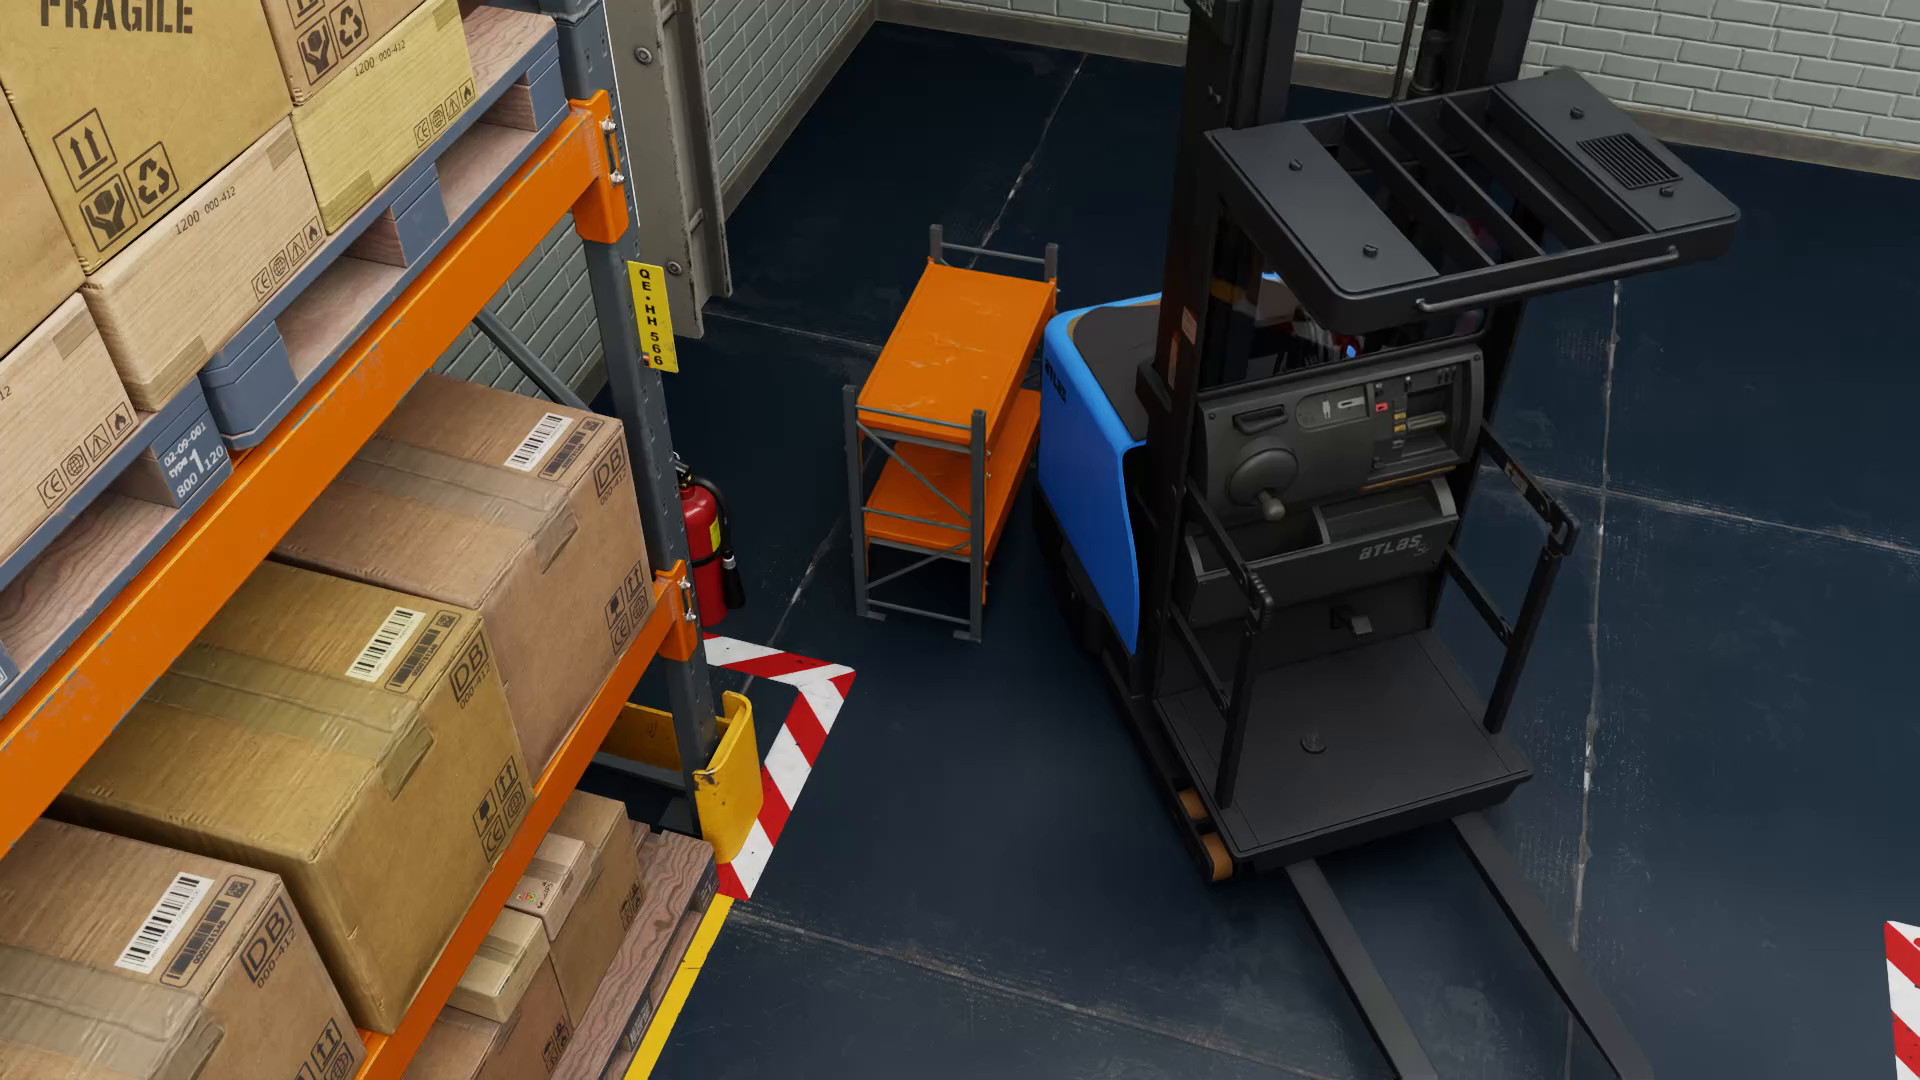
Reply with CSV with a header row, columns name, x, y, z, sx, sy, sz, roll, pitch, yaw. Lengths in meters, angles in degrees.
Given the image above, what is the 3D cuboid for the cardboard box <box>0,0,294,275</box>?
name,x,y,z,sx,sy,sz,roll,pitch,yaw
cardboard box,-1.410,-0.779,2.456,0.500,0.500,0.500,14,46,14

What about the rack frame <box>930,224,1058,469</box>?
name,x,y,z,sx,sy,sz,roll,pitch,yaw
rack frame,0.128,-0.754,6.716,0.500,1.125,0.032,12,46,12

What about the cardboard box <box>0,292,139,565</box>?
name,x,y,z,sx,sy,sz,roll,pitch,yaw
cardboard box,-1.565,-0.148,2.348,0.500,0.250,0.500,11,45,11

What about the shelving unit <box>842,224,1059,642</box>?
name,x,y,z,sx,sy,sz,roll,pitch,yaw
shelving unit,-0.015,-0.413,6.367,0.538,1.125,1.048,12,46,12

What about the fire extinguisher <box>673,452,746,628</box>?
name,x,y,z,sx,sy,sz,roll,pitch,yaw
fire extinguisher,-0.801,-0.025,4.953,0.296,0.674,0.183,13,46,13

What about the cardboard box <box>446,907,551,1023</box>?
name,x,y,z,sx,sy,sz,roll,pitch,yaw
cardboard box,-1.345,1.111,4.494,0.380,0.149,0.250,14,46,14

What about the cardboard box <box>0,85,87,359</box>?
name,x,y,z,sx,sy,sz,roll,pitch,yaw
cardboard box,-1.560,-0.429,2.099,0.500,0.500,0.500,11,45,11

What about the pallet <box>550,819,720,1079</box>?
name,x,y,z,sx,sy,sz,roll,pitch,yaw
pallet,-1.454,1.363,5.206,1.003,0.211,1.213,13,46,13

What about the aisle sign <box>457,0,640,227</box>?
name,x,y,z,sx,sy,sz,roll,pitch,yaw
aisle sign,-0.979,-1.097,3.868,0.394,0.787,0.004,13,46,13

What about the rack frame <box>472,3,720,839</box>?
name,x,y,z,sx,sy,sz,roll,pitch,yaw
rack frame,-1.286,-0.183,4.793,1.000,3.000,0.127,13,46,13

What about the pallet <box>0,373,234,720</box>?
name,x,y,z,sx,sy,sz,roll,pitch,yaw
pallet,-1.869,0.089,2.433,1.003,0.211,1.213,13,46,13

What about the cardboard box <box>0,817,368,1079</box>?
name,x,y,z,sx,sy,sz,roll,pitch,yaw
cardboard box,-1.880,1.045,3.323,0.980,0.700,0.700,10,45,11

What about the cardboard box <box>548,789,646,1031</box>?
name,x,y,z,sx,sy,sz,roll,pitch,yaw
cardboard box,-1.403,1.048,5.022,0.700,0.500,0.500,13,46,13

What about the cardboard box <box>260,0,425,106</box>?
name,x,y,z,sx,sy,sz,roll,pitch,yaw
cardboard box,-1.248,-1.110,2.794,0.500,0.500,0.500,12,46,12

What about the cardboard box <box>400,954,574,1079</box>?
name,x,y,z,sx,sy,sz,roll,pitch,yaw
cardboard box,-1.554,1.381,4.681,0.700,0.500,0.500,12,46,12

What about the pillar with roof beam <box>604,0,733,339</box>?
name,x,y,z,sx,sy,sz,roll,pitch,yaw
pillar with roof beam,2.810,-3.399,3.789,9.100,9.000,0.400,13,46,13

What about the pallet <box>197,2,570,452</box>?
name,x,y,z,sx,sy,sz,roll,pitch,yaw
pallet,-1.501,-0.727,3.267,1.003,0.211,1.213,13,46,13

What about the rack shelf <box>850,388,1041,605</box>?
name,x,y,z,sx,sy,sz,roll,pitch,yaw
rack shelf,-0.015,-0.238,6.538,0.538,0.278,1.000,12,46,12

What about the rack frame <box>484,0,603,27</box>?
name,x,y,z,sx,sy,sz,roll,pitch,yaw
rack frame,-1.286,-2.328,2.695,1.000,3.000,0.127,13,46,13

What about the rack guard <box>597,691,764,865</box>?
name,x,y,z,sx,sy,sz,roll,pitch,yaw
rack guard,-1.279,0.694,5.683,1.175,0.500,0.348,13,46,13

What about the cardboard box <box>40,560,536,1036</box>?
name,x,y,z,sx,sy,sz,roll,pitch,yaw
cardboard box,-1.641,0.539,3.840,0.980,0.700,0.700,12,46,12

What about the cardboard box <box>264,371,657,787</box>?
name,x,y,z,sx,sy,sz,roll,pitch,yaw
cardboard box,-1.431,0.051,4.338,0.980,0.700,0.700,14,46,14

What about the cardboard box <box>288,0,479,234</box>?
name,x,y,z,sx,sy,sz,roll,pitch,yaw
cardboard box,-1.255,-0.843,3.058,0.500,0.250,0.500,14,46,14

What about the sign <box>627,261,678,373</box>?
name,x,y,z,sx,sy,sz,roll,pitch,yaw
sign,-0.773,-0.558,4.178,0.100,0.325,0.005,13,46,13

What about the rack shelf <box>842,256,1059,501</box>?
name,x,y,z,sx,sy,sz,roll,pitch,yaw
rack shelf,-0.015,-0.622,6.162,0.538,0.278,1.000,12,46,12

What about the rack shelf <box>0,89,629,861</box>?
name,x,y,z,sx,sy,sz,roll,pitch,yaw
rack shelf,-1.892,0.335,2.633,1.077,0.370,4.000,13,46,13

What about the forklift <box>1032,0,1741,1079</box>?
name,x,y,z,sx,sy,sz,roll,pitch,yaw
forklift,1.232,-0.227,4.886,1.130,2.935,3.031,-13,46,-13

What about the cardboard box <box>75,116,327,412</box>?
name,x,y,z,sx,sy,sz,roll,pitch,yaw
cardboard box,-1.412,-0.496,2.703,0.500,0.250,0.500,11,45,11

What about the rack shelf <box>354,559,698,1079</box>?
name,x,y,z,sx,sy,sz,roll,pitch,yaw
rack shelf,-1.892,1.407,3.682,1.077,0.370,4.000,13,46,13

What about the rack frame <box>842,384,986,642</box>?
name,x,y,z,sx,sy,sz,roll,pitch,yaw
rack frame,-0.157,-0.071,6.018,0.500,1.125,0.032,12,46,12

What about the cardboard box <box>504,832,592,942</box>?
name,x,y,z,sx,sy,sz,roll,pitch,yaw
cardboard box,-1.268,0.940,4.668,0.380,0.149,0.250,12,46,12
